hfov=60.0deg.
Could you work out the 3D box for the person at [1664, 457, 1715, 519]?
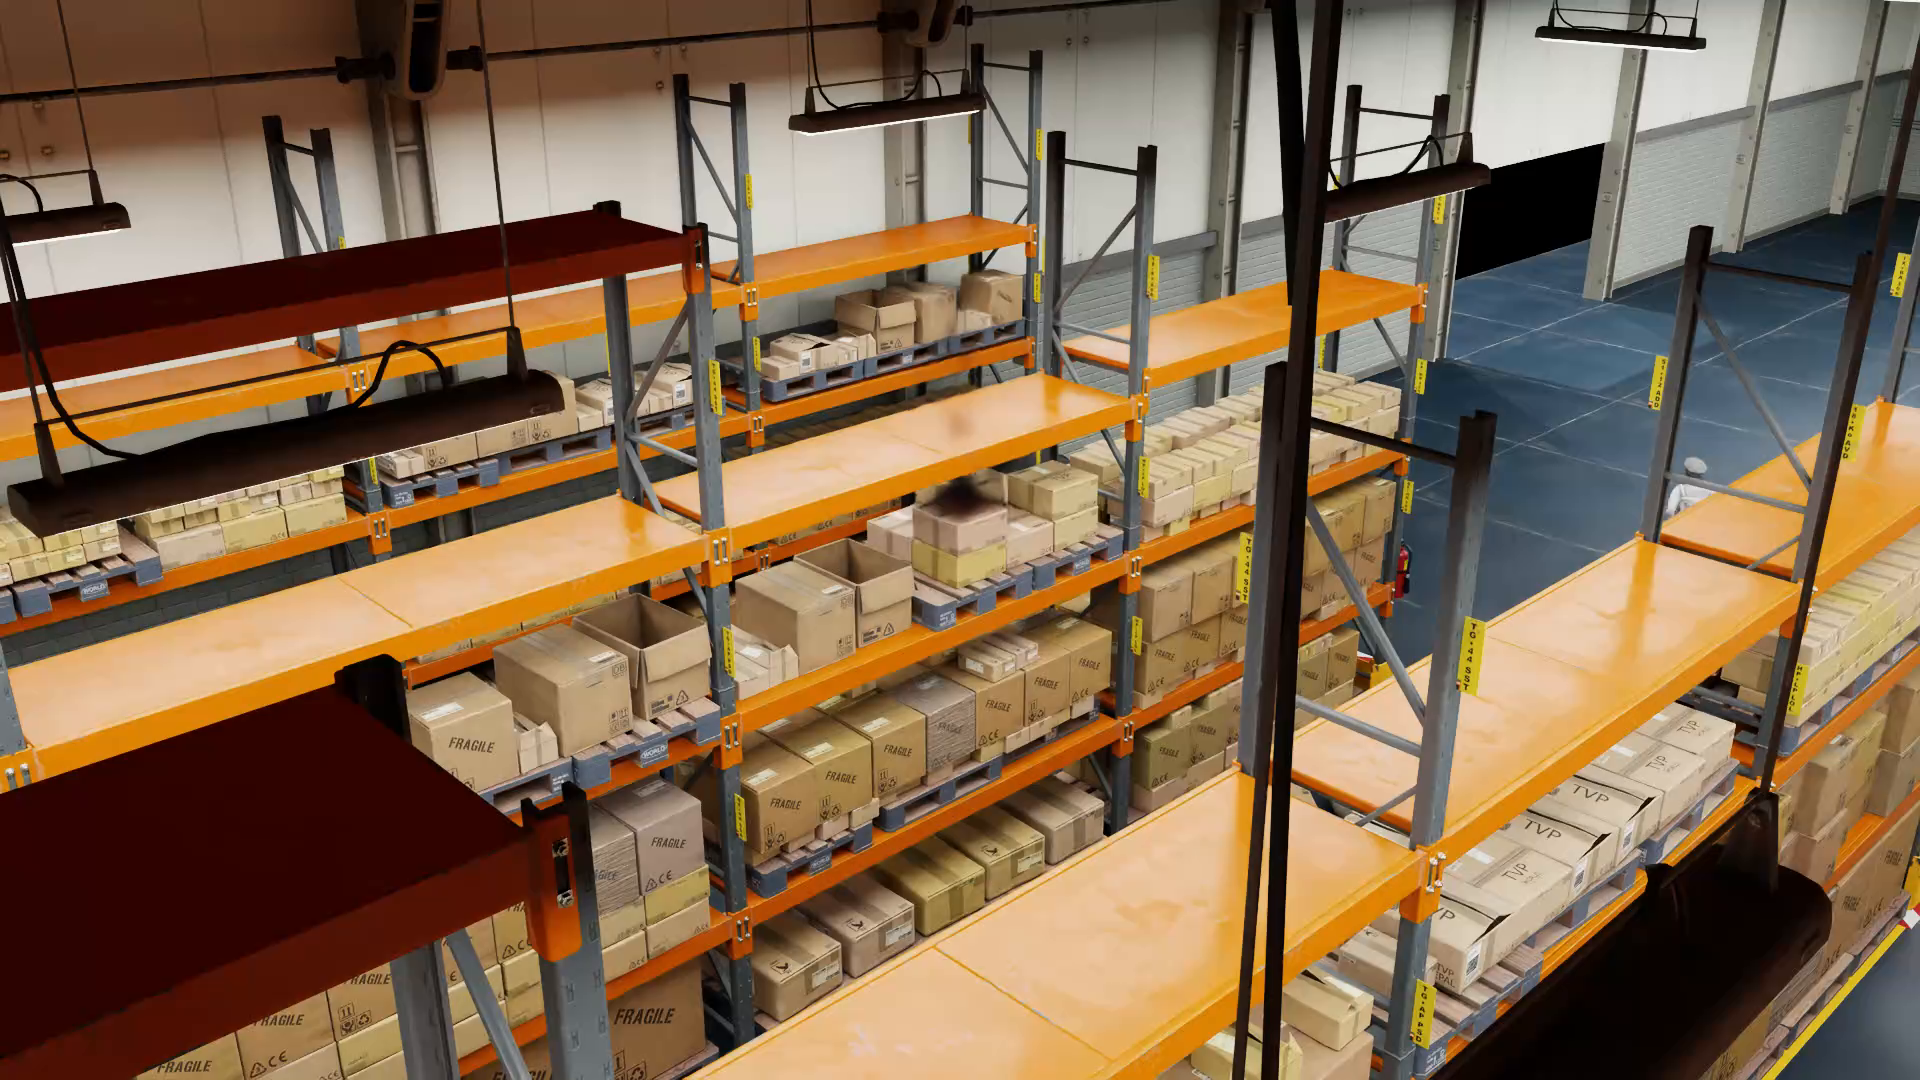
[{"bbox_3d":[8.338,-0.089,18.979,0.631,1.658,0.726,2,23,4],"label":"person"}]
